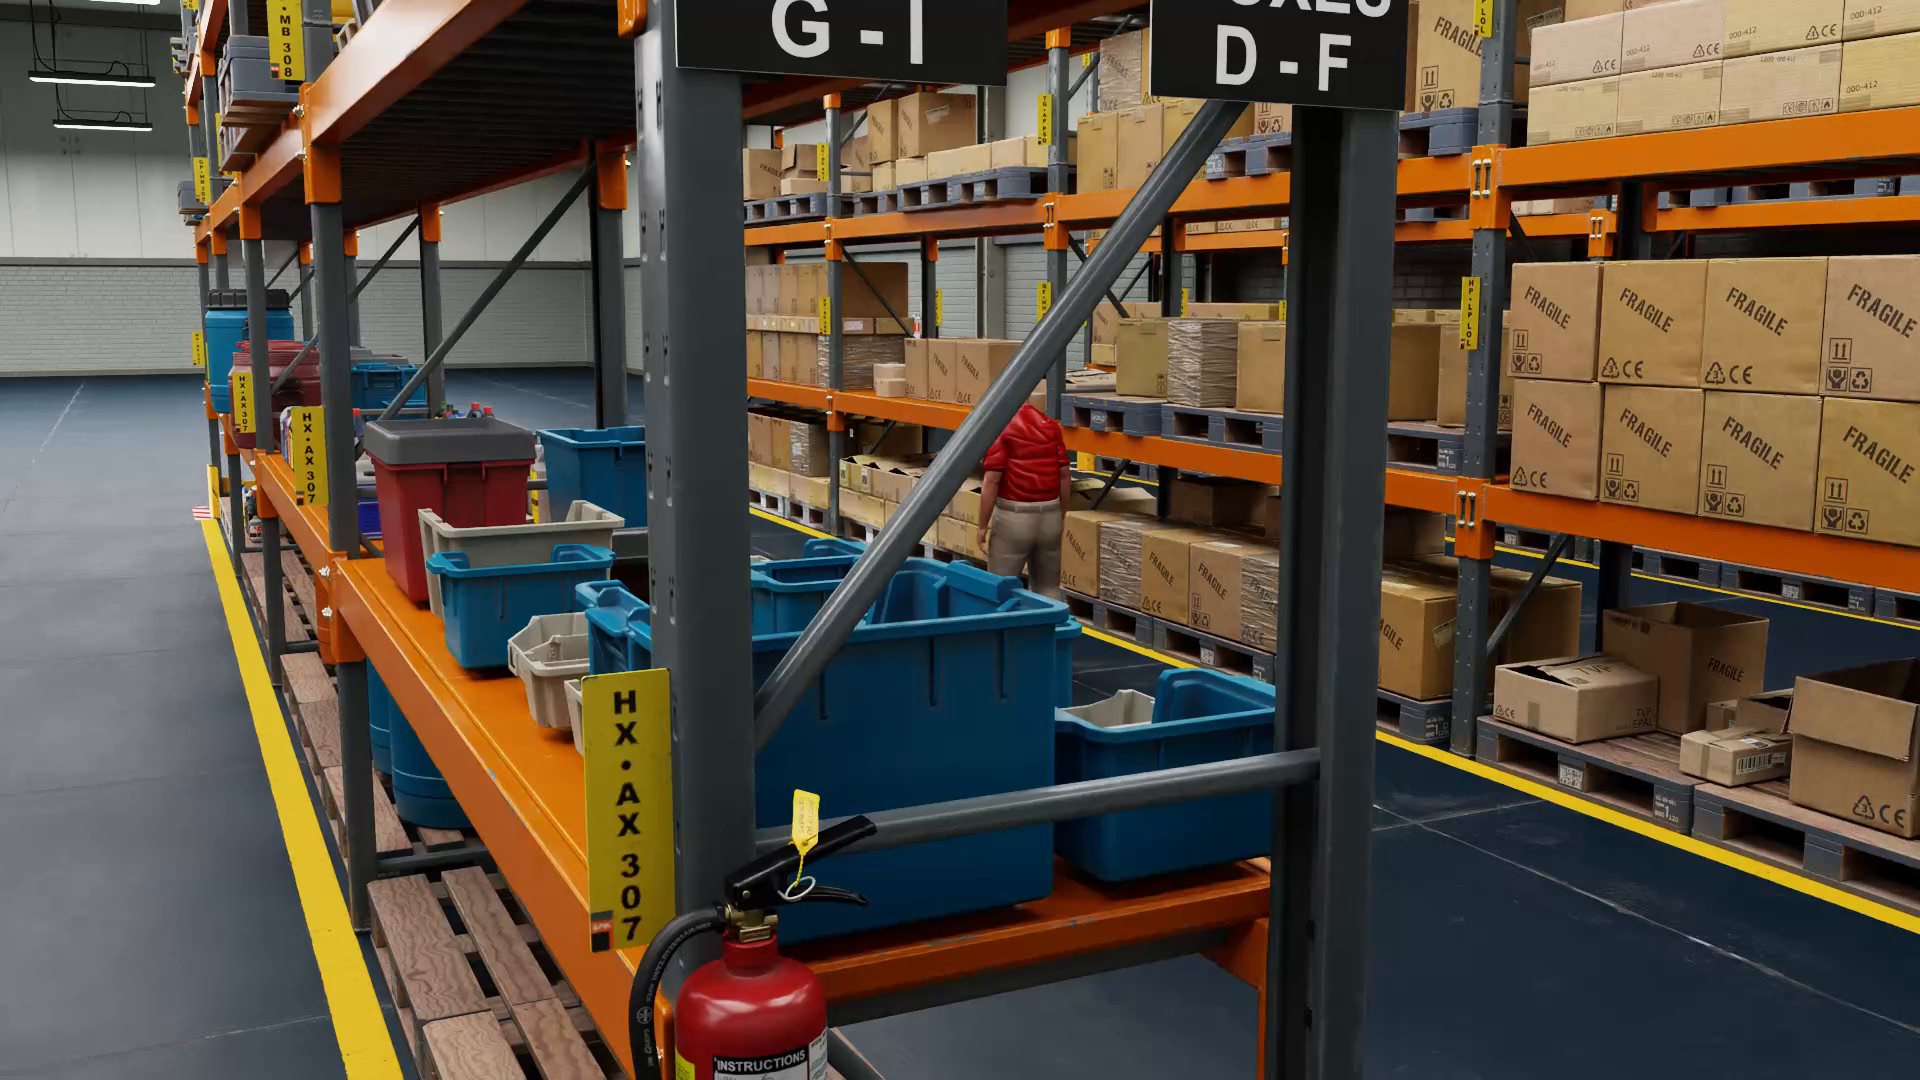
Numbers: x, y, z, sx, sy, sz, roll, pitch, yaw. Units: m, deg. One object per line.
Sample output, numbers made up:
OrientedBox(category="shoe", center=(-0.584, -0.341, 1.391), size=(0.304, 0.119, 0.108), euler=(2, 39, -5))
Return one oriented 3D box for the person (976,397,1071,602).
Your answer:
OrientedBox(category="person", center=(0.360, -0.081, 9.434), size=(0.604, 1.726, 0.394), euler=(-5, 10, -29))
